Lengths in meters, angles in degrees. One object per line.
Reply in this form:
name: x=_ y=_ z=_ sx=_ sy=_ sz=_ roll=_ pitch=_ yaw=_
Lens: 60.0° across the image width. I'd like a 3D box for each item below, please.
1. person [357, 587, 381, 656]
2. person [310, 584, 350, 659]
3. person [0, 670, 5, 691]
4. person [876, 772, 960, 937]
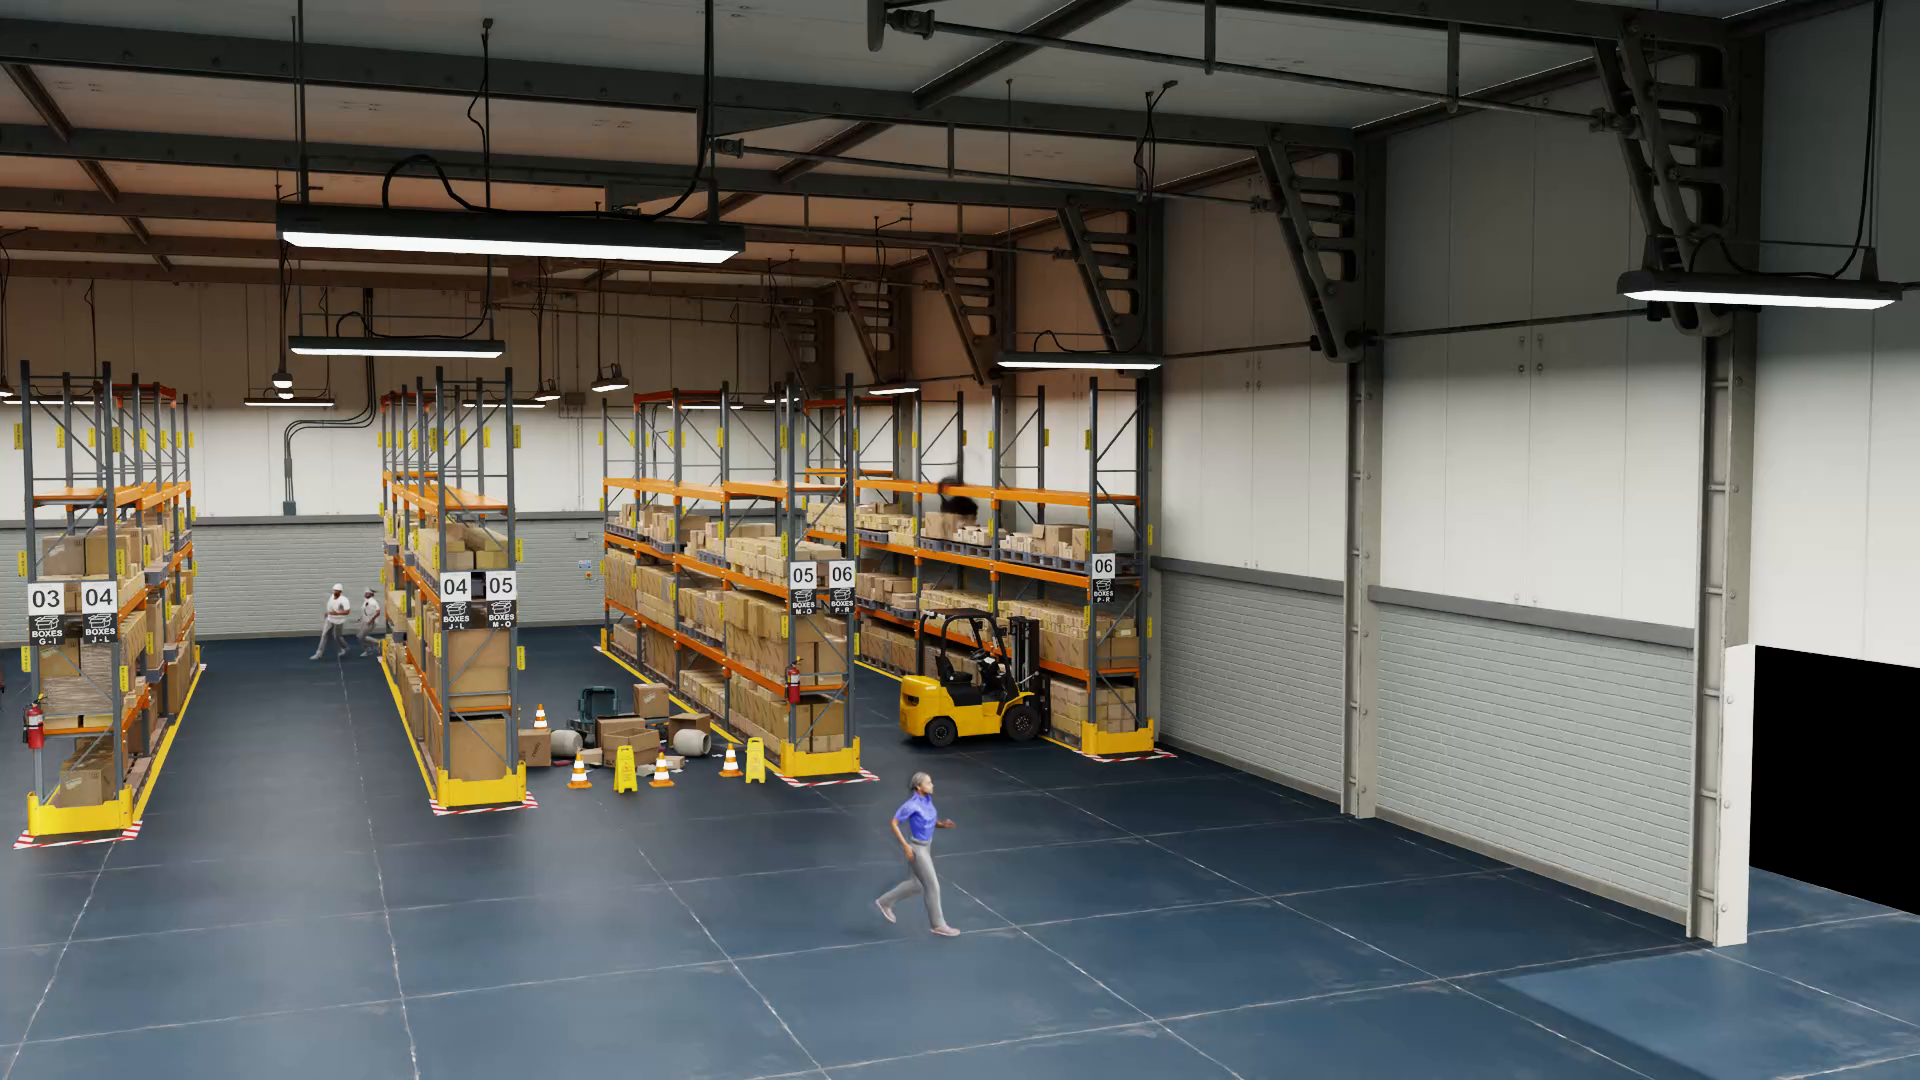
person: x=-13.635 y=1.891 z=38.418 sx=0.520 sy=1.639 sz=0.623 roll=-3 pitch=4 yaw=-39
person: x=-14.184 y=1.834 z=37.823 sx=0.778 sy=1.699 sz=0.968 roll=1 pitch=4 yaw=22
person: x=-15.295 y=2.575 z=25.935 sx=0.712 sy=1.730 sz=0.754 roll=-2 pitch=4 yaw=-30
person: x=-0.442 y=3.147 z=16.776 sx=0.911 sy=1.640 sz=0.576 roll=1 pitch=4 yaw=16
